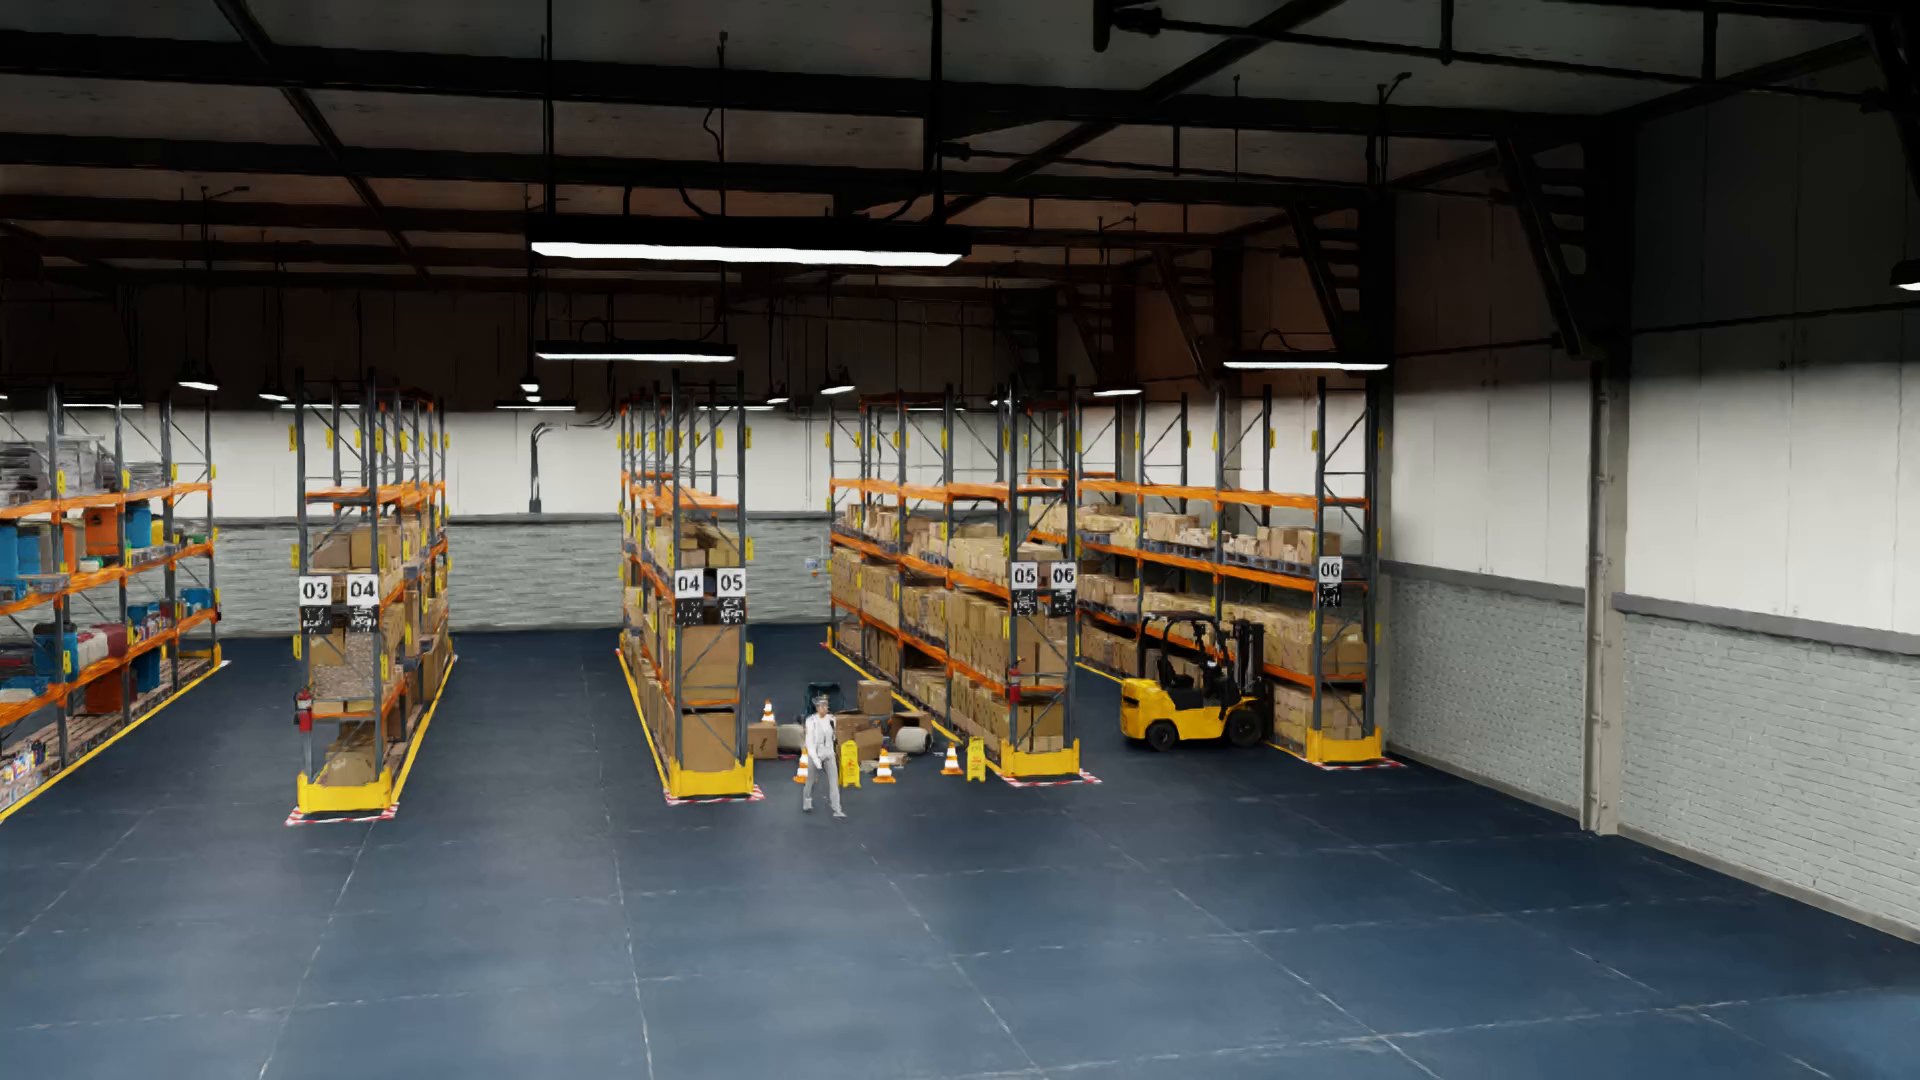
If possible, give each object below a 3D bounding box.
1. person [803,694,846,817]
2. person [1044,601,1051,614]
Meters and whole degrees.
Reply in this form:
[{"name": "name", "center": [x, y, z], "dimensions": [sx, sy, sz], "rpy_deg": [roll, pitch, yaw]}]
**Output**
[{"name": "person", "center": [-1.850, 2.850, 22.166], "dimensions": [0.482, 1.622, 0.994], "rpy_deg": [-1, 4, -23]}, {"name": "person", "center": [2.423, 1.581, 42.847], "dimensions": [0.537, 1.750, 0.653], "rpy_deg": [-3, 4, -39]}]
